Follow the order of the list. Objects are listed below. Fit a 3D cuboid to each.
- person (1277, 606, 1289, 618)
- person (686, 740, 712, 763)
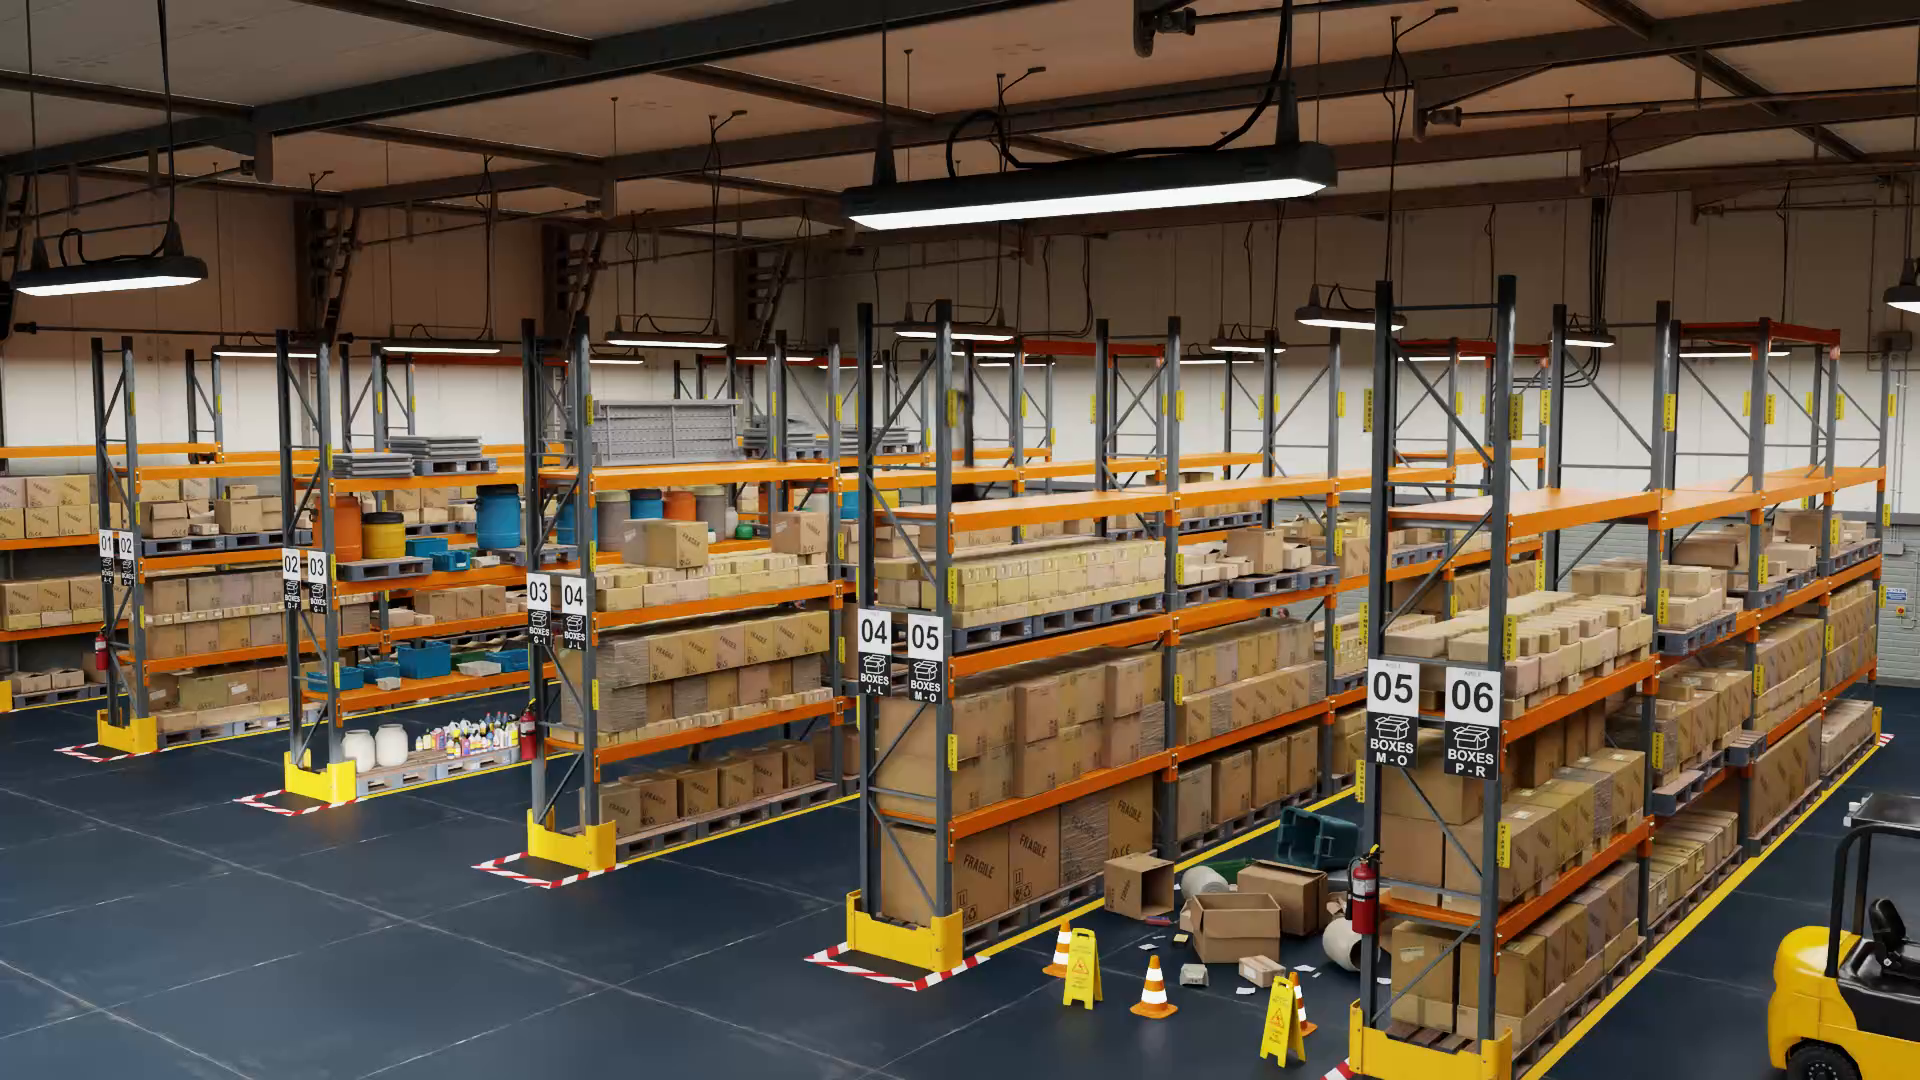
[{"bbox_3d":[5.493,1.921,28.244,0.509,1.559,0.631,3,6,31],"label":"person"},{"bbox_3d":[-3.619,2.309,23.027,0.720,1.790,0.849,2,5,21],"label":"person"}]
